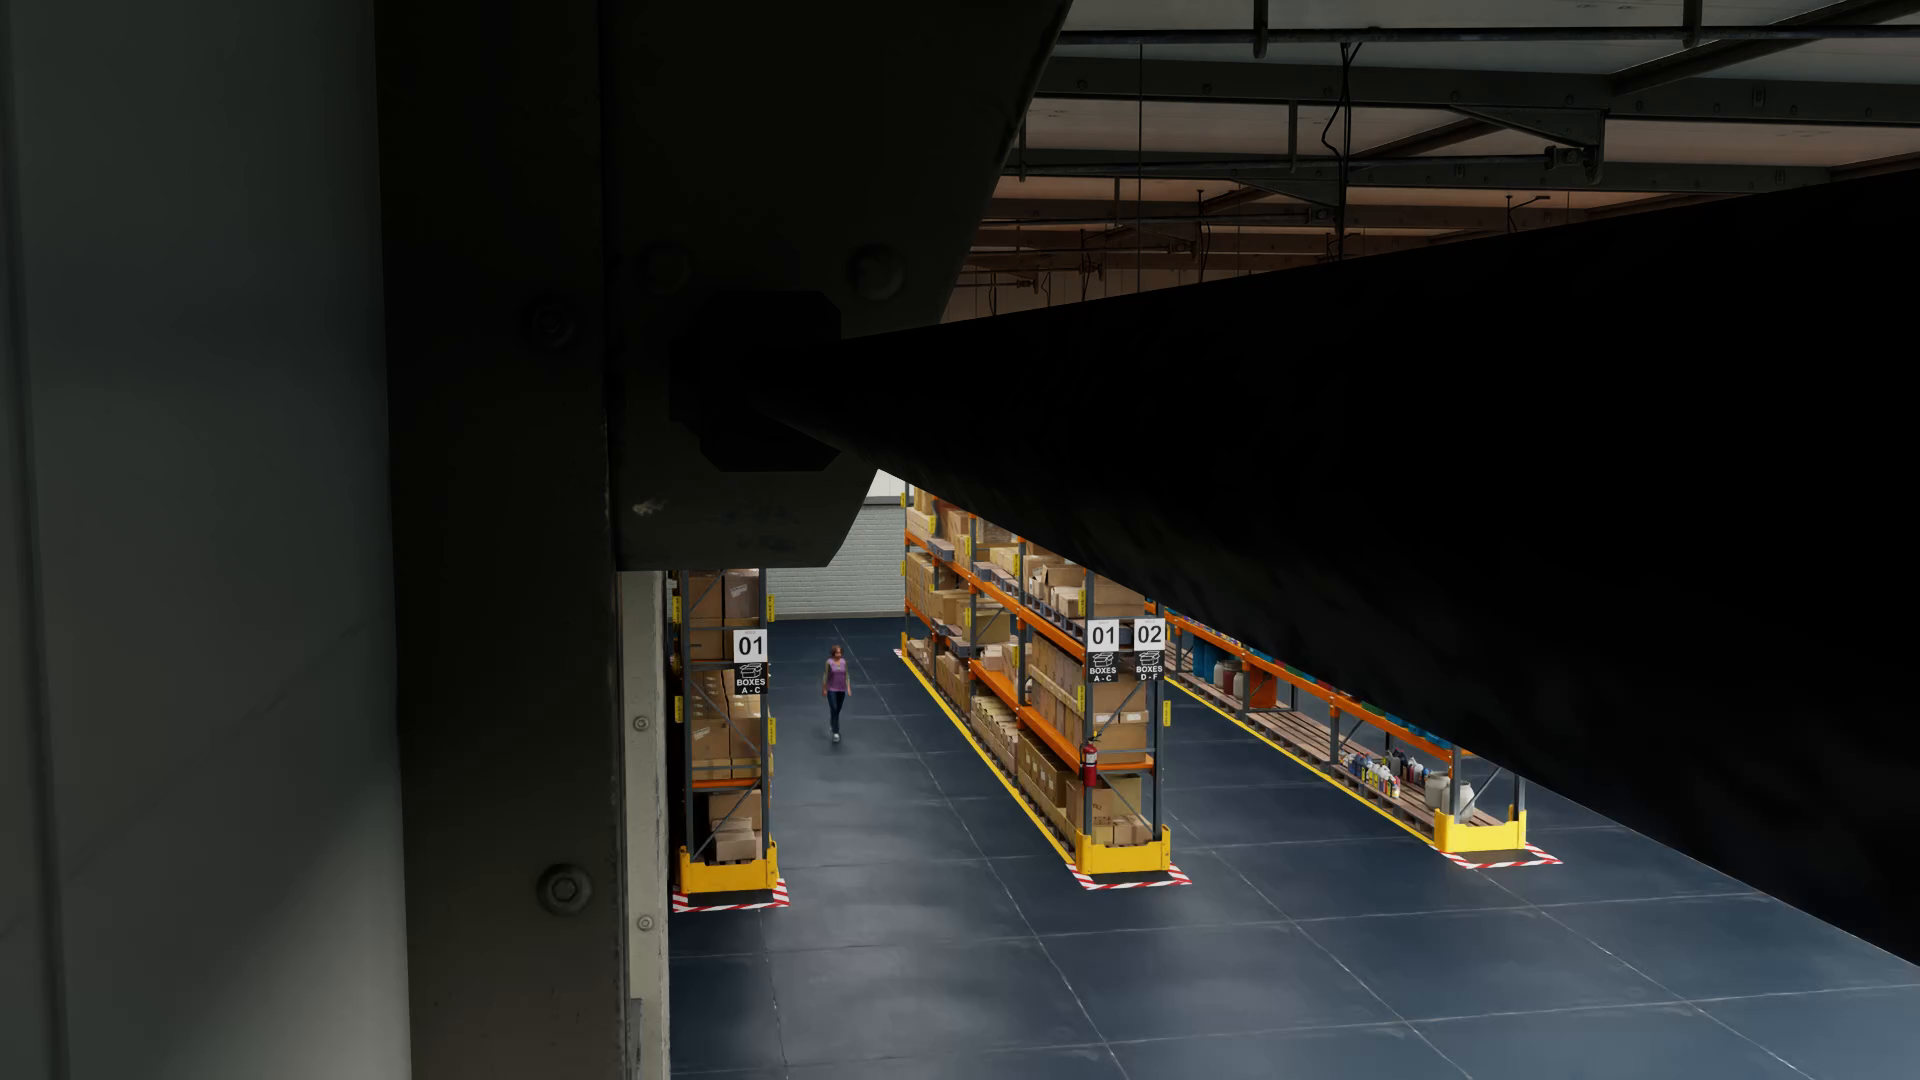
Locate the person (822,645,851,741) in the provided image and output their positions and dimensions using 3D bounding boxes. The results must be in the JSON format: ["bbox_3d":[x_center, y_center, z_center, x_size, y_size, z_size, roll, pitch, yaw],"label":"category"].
[{"bbox_3d":[-2.110,2.594,28.525,0.443,1.571,0.800,-3,7,-30],"label":"person"}]

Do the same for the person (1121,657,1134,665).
[{"bbox_3d":[2.868,2.538,28.252,0.578,1.814,0.744,-1,6,-7],"label":"person"}]
